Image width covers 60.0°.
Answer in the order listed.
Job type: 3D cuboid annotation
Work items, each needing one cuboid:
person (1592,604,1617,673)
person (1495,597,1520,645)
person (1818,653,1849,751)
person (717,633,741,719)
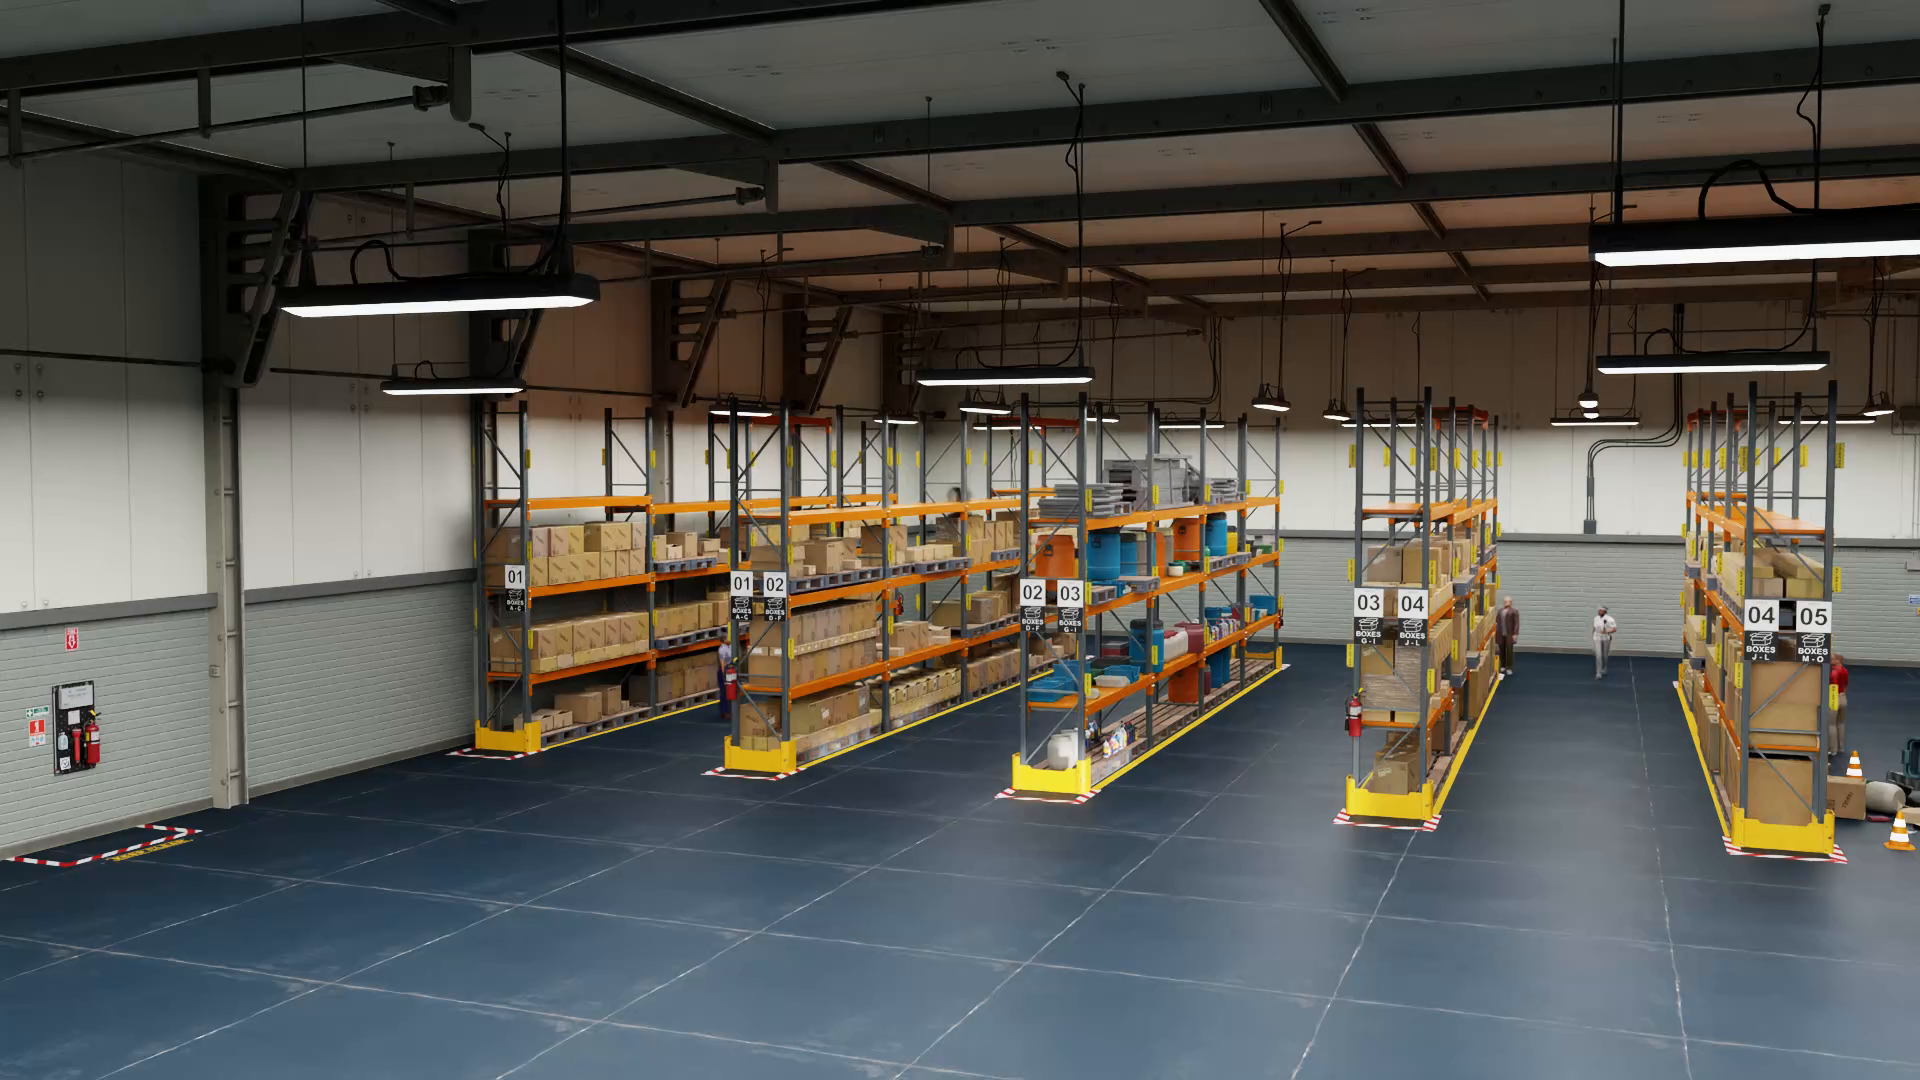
[{"bbox_3d":[14.727,2.255,38.048,0.516,1.577,0.833,1,3,21],"label":"person"},{"bbox_3d":[12.811,1.895,38.950,0.589,1.127,0.405,2,3,29],"label":"person"},{"bbox_3d":[14.822,2.735,28.195,0.611,1.651,0.380,-1,3,-23],"label":"person"},{"bbox_3d":[-4.485,2.655,32.168,0.380,1.708,0.496,2,3,31],"label":"person"}]
